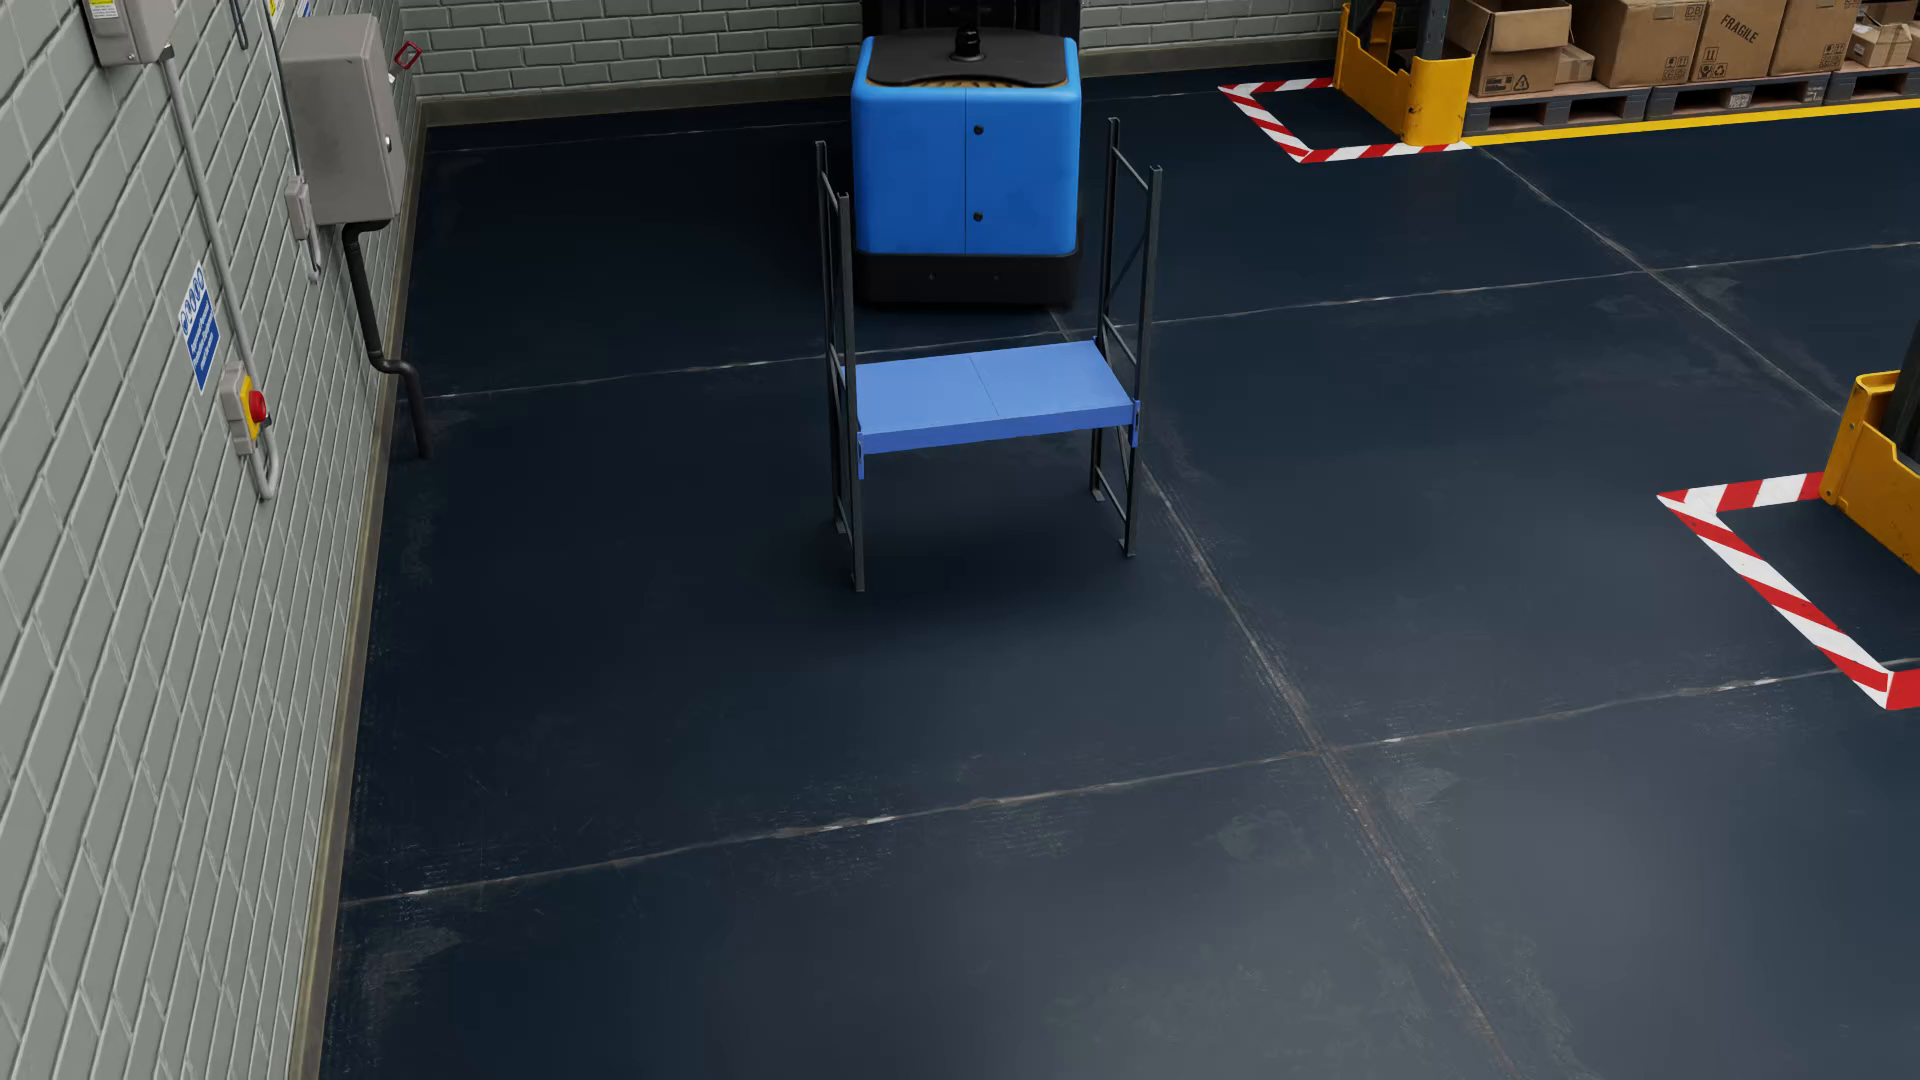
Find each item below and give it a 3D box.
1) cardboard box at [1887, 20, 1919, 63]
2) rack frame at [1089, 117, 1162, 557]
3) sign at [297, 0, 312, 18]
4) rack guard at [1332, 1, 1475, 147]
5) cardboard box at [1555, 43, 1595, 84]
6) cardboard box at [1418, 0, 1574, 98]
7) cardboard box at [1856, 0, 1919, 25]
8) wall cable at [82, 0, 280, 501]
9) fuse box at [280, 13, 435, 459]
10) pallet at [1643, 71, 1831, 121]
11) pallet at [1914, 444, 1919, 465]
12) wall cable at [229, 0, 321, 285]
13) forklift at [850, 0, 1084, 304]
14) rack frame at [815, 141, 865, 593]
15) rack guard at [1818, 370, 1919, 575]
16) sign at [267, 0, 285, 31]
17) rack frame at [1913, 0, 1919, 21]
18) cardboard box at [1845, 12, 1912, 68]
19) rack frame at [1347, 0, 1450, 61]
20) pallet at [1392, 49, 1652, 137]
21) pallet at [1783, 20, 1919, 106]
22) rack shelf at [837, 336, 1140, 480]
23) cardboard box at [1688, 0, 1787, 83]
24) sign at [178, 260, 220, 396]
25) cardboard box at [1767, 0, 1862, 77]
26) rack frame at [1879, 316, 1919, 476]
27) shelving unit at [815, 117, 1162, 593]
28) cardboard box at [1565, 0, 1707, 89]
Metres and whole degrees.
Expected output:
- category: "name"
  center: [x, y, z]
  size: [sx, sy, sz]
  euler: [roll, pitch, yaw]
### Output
- category: "cardboard box"
  center: [5.995, -3.105, 10.366]
  size: [0.250, 0.149, 0.380]
  euler: [-8, 35, -12]
- category: "rack frame"
  center: [0.579, -0.696, 5.941]
  size: [0.032, 1.500, 0.500]
  euler: [-7, 35, -11]
- category: "sign"
  center: [-2.456, -1.810, 6.341]
  size: [0.001, 0.494, 0.329]
  euler: [-7, 35, -11]
- category: "rack guard"
  center: [2.646, -2.822, 10.006]
  size: [0.348, 0.500, 1.175]
  euler: [-7, 35, -11]
- category: "cardboard box"
  center: [3.612, -2.896, 10.055]
  size: [0.250, 0.149, 0.380]
  euler: [-9, 35, -12]
- category: "cardboard box"
  center: [3.190, -3.012, 9.910]
  size: [0.637, 0.503, 0.797]
  euler: [-9, 35, -12]
- category: "cardboard box"
  center: [5.777, -3.447, 10.731]
  size: [0.500, 0.311, 0.500]
  euler: [-6, 34, -9]
- category: "wall cable"
  center: [-1.824, -0.882, 3.933]
  size: [0.123, 1.953, 0.585]
  euler: [-7, 35, -11]
- category: "fuse box"
  center: [-2.145, -1.072, 6.312]
  size: [0.414, 1.711, 0.539]
  euler: [-7, 35, -11]
- category: "pallet"
  center: [4.611, -2.948, 10.454]
  size: [1.213, 0.211, 1.003]
  euler: [-7, 35, -11]
- category: "pallet"
  center: [4.433, -0.136, 6.263]
  size: [1.213, 0.211, 1.003]
  euler: [-7, 35, -11]
- category: "wall cable"
  center: [-2.148, -1.638, 5.088]
  size: [0.122, 1.984, 0.588]
  euler: [-7, 35, -11]
- category: "forklift"
  center: [0.062, -3.110, 8.254]
  size: [1.130, 2.935, 3.031]
  euler: [1, 34, 1]
- category: "rack frame"
  center: [-0.413, -0.571, 5.755]
  size: [0.032, 1.500, 0.500]
  euler: [-7, 35, -11]
- category: "rack guard"
  center: [3.647, -0.112, 5.968]
  size: [0.348, 0.500, 1.175]
  euler: [-7, 35, -11]
- category: "sign"
  center: [-2.335, -1.894, 5.640]
  size: [0.001, 0.242, 0.339]
  euler: [-7, 35, -11]
- category: "rack frame"
  center: [6.473, -4.342, 10.028]
  size: [0.127, 3.000, 1.000]
  euler: [-7, 35, -11]
- category: "cardboard box"
  center: [5.647, -3.109, 10.268]
  size: [0.258, 0.266, 0.396]
  euler: [-6, 34, -9]
- category: "rack frame"
  center: [2.572, -3.850, 9.296]
  size: [0.127, 3.000, 1.000]
  euler: [-7, 35, -11]
- category: "pallet"
  center: [3.424, -2.800, 10.234]
  size: [1.213, 0.211, 1.003]
  euler: [-7, 35, -11]
- category: "pallet"
  center: [5.803, -3.100, 10.681]
  size: [1.213, 0.211, 1.003]
  euler: [-7, 35, -11]
- category: "rack shelf"
  center: [0.083, -0.484, 5.948]
  size: [1.000, 0.185, 0.538]
  euler: [-7, 35, -11]
- category: "cardboard box"
  center: [4.570, -3.105, 10.052]
  size: [0.500, 0.500, 0.500]
  euler: [-7, 34, -10]
- category: "sign"
  center: [-1.873, -0.526, 4.099]
  size: [0.001, 0.218, 0.327]
  euler: [-7, 35, -11]
- category: "cardboard box"
  center: [5.044, -3.222, 10.226]
  size: [0.500, 0.500, 0.700]
  euler: [-8, 35, -12]
- category: "rack frame"
  center: [3.671, -1.153, 5.276]
  size: [0.127, 3.000, 1.000]
  euler: [-7, 35, -11]
- category: "shelving unit"
  center: [0.083, -0.633, 5.848]
  size: [1.048, 1.500, 0.538]
  euler: [-7, 35, -11]
- category: "cardboard box"
  center: [4.032, -3.094, 10.036]
  size: [0.500, 0.500, 0.700]
  euler: [-6, 34, -9]
